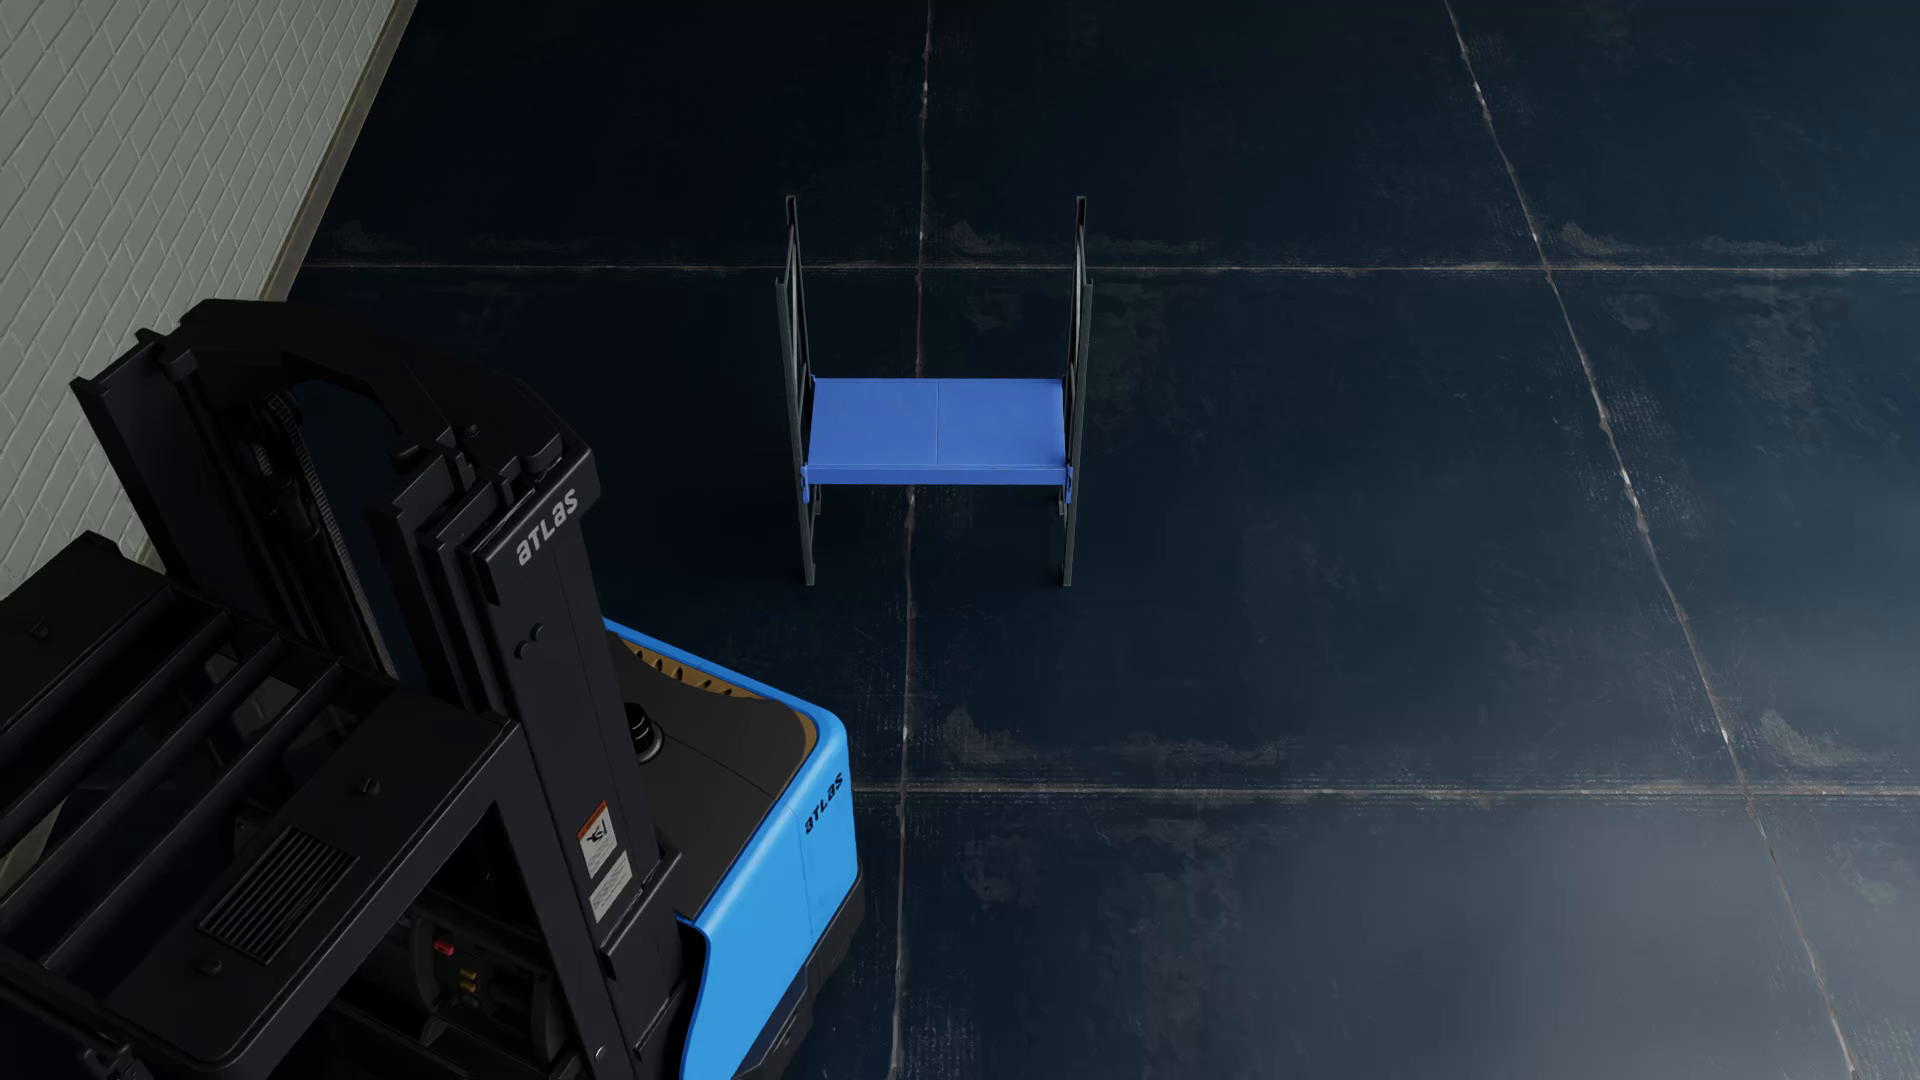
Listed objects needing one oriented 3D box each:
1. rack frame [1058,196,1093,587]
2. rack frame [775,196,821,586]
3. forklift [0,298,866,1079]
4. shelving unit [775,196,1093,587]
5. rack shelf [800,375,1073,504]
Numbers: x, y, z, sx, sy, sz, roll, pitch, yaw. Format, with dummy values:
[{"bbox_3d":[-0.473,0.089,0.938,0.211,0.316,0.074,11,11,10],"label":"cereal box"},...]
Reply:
[{"bbox_3d":[0.423,-0.510,6.200,0.032,1.500,0.500,0,47,0],"label":"rack frame"},{"bbox_3d":[-0.594,-0.513,6.203,0.032,1.500,0.500,0,47,0],"label":"rack frame"},{"bbox_3d":[-1.425,1.055,3.765,1.130,2.935,3.031,20,50,18],"label":"forklift"},{"bbox_3d":[-0.085,-0.511,6.201,1.048,1.500,0.538,0,47,0],"label":"shelving unit"},{"bbox_3d":[-0.085,-0.389,6.333,1.000,0.185,0.538,0,47,0],"label":"rack shelf"}]
